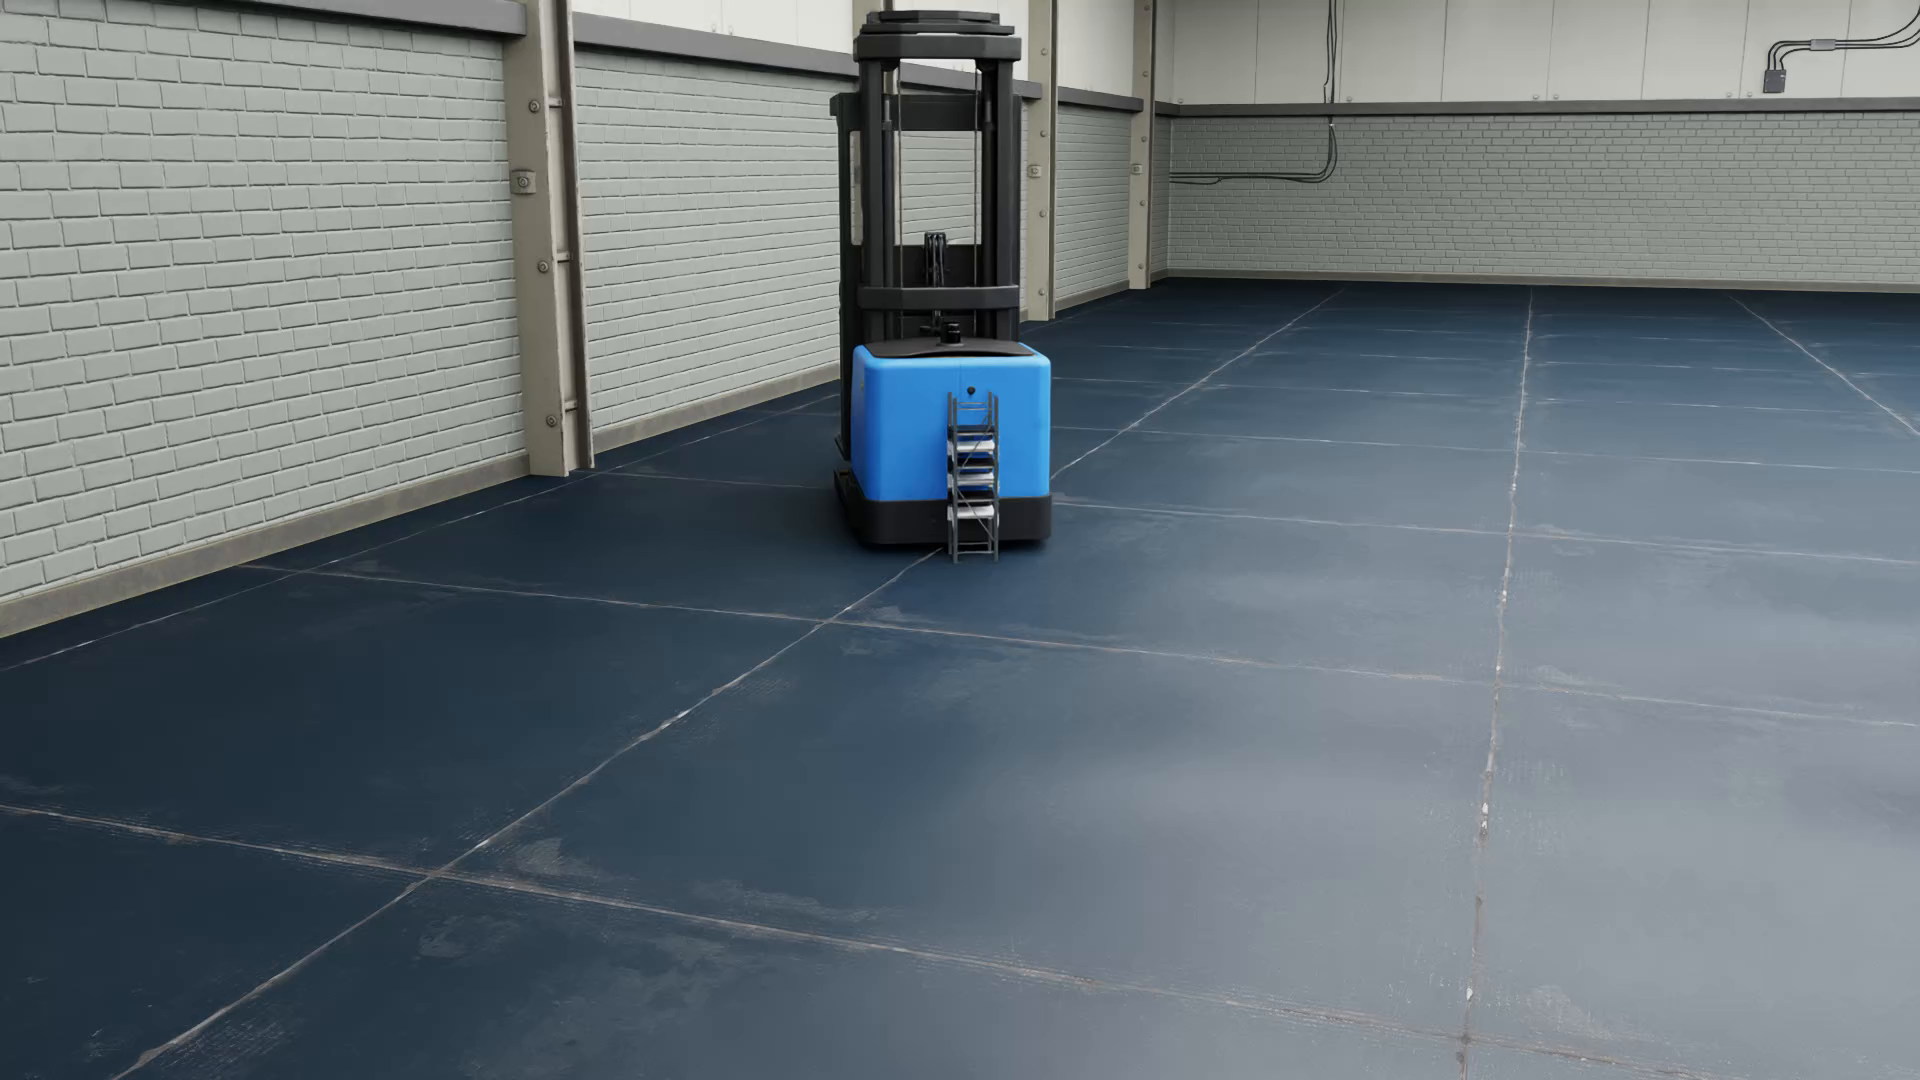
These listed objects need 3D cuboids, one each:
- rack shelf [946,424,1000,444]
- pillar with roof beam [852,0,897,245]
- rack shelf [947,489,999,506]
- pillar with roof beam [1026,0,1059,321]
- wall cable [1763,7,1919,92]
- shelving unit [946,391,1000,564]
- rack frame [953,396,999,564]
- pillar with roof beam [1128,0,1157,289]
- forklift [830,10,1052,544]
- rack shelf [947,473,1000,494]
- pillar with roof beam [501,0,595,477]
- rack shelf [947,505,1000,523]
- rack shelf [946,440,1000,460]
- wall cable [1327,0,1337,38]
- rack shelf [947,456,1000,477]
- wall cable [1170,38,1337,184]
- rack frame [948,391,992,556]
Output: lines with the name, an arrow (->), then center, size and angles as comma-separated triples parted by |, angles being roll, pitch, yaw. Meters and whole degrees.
rack shelf -> 0.069, -0.566, 8.884 | 0.258, 0.077, 0.200 | -2, 13, -8
pillar with roof beam -> 3.225, -5.827, 14.795 | 9.100, 9.000, 0.400 | 4, 14, 18
rack shelf -> 0.069, -0.215, 8.964 | 0.258, 0.077, 0.200 | -2, 13, -8
pillar with roof beam -> 5.166, -7.090, 20.330 | 9.100, 9.000, 0.400 | 4, 14, 18
wall cable -> 14.216, -10.160, 26.136 | 2.305, 6.003, 0.169 | 4, 14, 18
shelving unit -> 0.069, -0.336, 8.936 | 0.258, 0.900, 0.210 | -2, 13, -8
rack frame -> 0.084, -0.313, 8.838 | 0.240, 0.900, 0.006 | -2, 13, -8
pillar with roof beam -> 7.108, -8.354, 25.865 | 9.100, 9.000, 0.400 | 4, 14, 18
forklift -> -0.215, -1.682, 10.269 | 1.130, 2.935, 3.031 | -2, 13, -8
rack shelf -> 0.069, -0.303, 8.944 | 0.258, 0.077, 0.200 | -2, 13, -8
pillar with roof beam -> 1.284, -4.564, 9.260 | 9.100, 9.000, 0.400 | 4, 14, 18
rack shelf -> 0.069, -0.128, 8.984 | 0.258, 0.077, 0.200 | -2, 13, -8
rack shelf -> 0.069, -0.479, 8.904 | 0.258, 0.077, 0.200 | -2, 13, -8
wall cable -> 7.799, -9.942, 28.454 | 3.097, 2.526, 0.112 | 4, 14, 18
rack shelf -> 0.069, -0.391, 8.924 | 0.258, 0.077, 0.200 | -2, 13, -8
wall cable -> 5.239, -7.675, 29.869 | 3.097, 2.526, 0.112 | 4, 14, 18
rack frame -> 0.054, -0.358, 9.035 | 0.240, 0.900, 0.006 | -2, 13, -8
